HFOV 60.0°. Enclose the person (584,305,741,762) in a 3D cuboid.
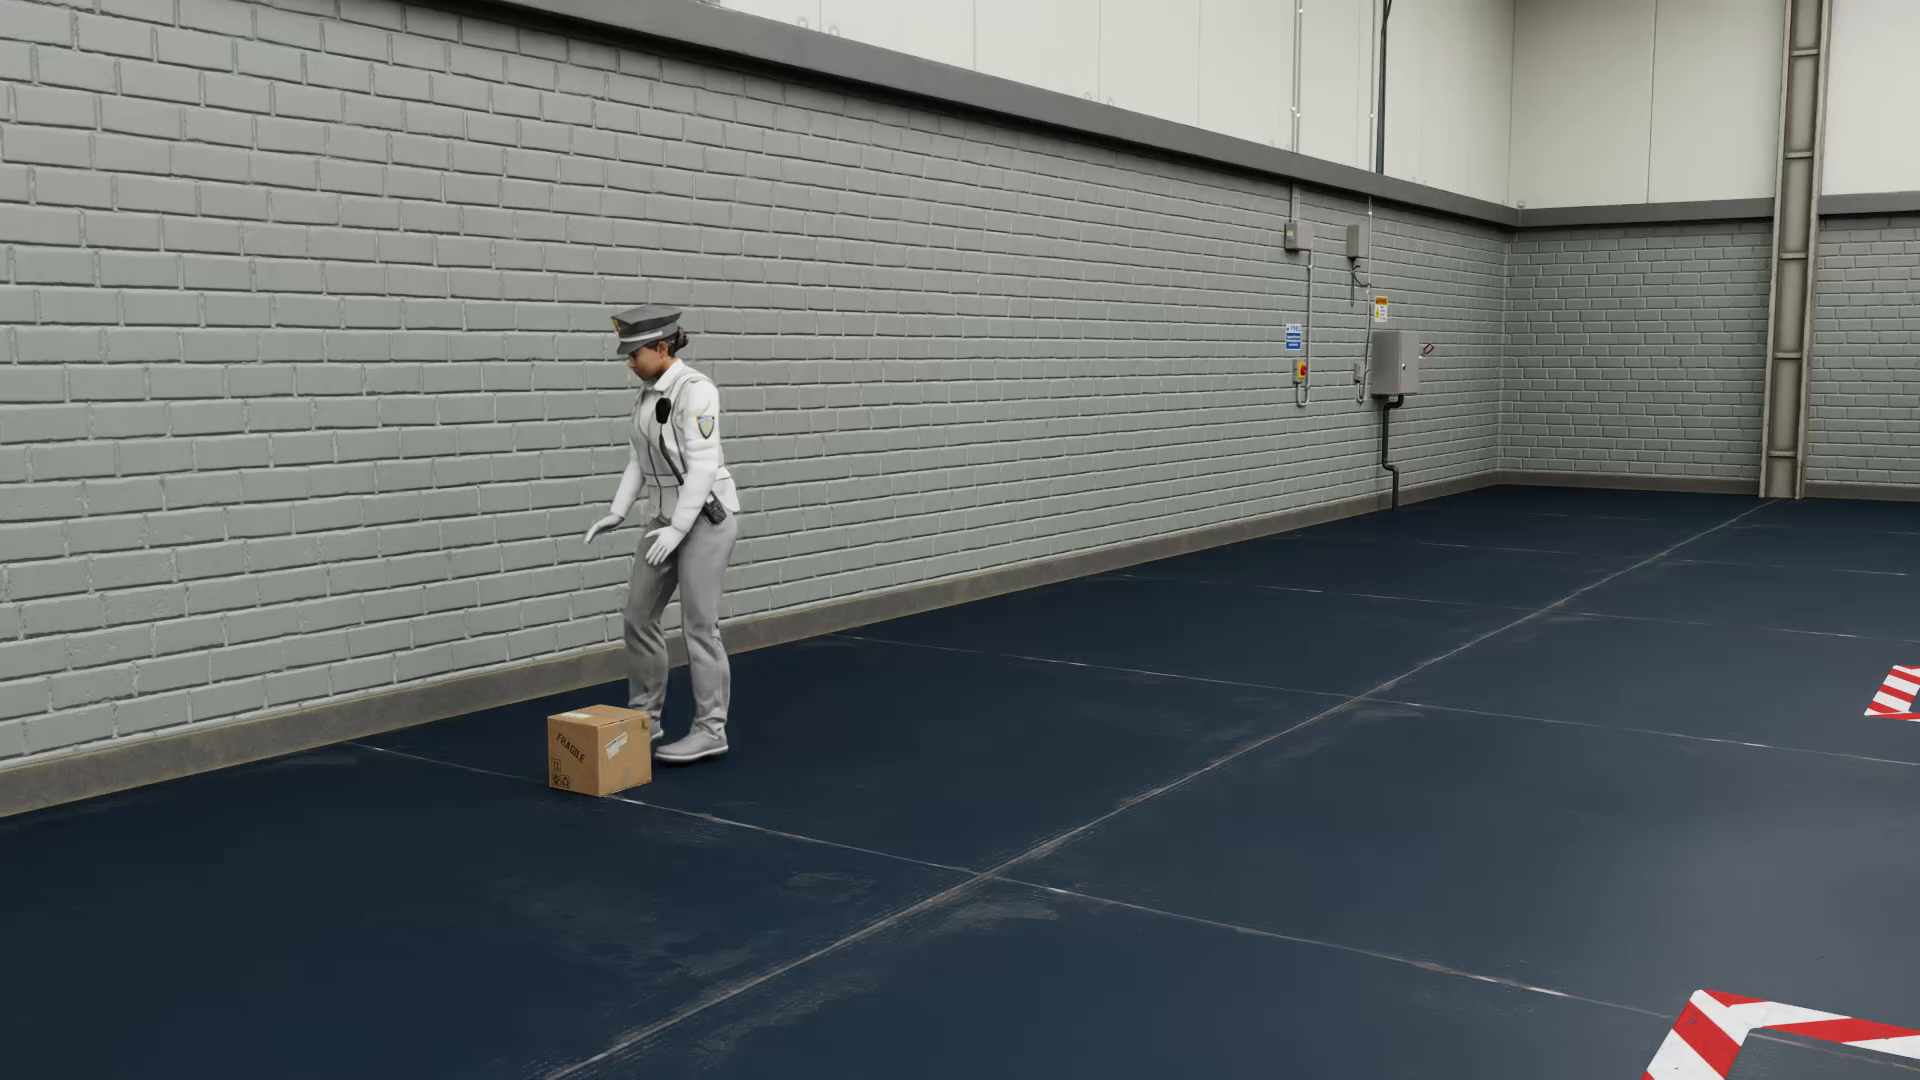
[{"bbox_3d":[-1.081,-0.010,6.090,0.502,1.684,0.540,-5,8,-40],"label":"person"}]
